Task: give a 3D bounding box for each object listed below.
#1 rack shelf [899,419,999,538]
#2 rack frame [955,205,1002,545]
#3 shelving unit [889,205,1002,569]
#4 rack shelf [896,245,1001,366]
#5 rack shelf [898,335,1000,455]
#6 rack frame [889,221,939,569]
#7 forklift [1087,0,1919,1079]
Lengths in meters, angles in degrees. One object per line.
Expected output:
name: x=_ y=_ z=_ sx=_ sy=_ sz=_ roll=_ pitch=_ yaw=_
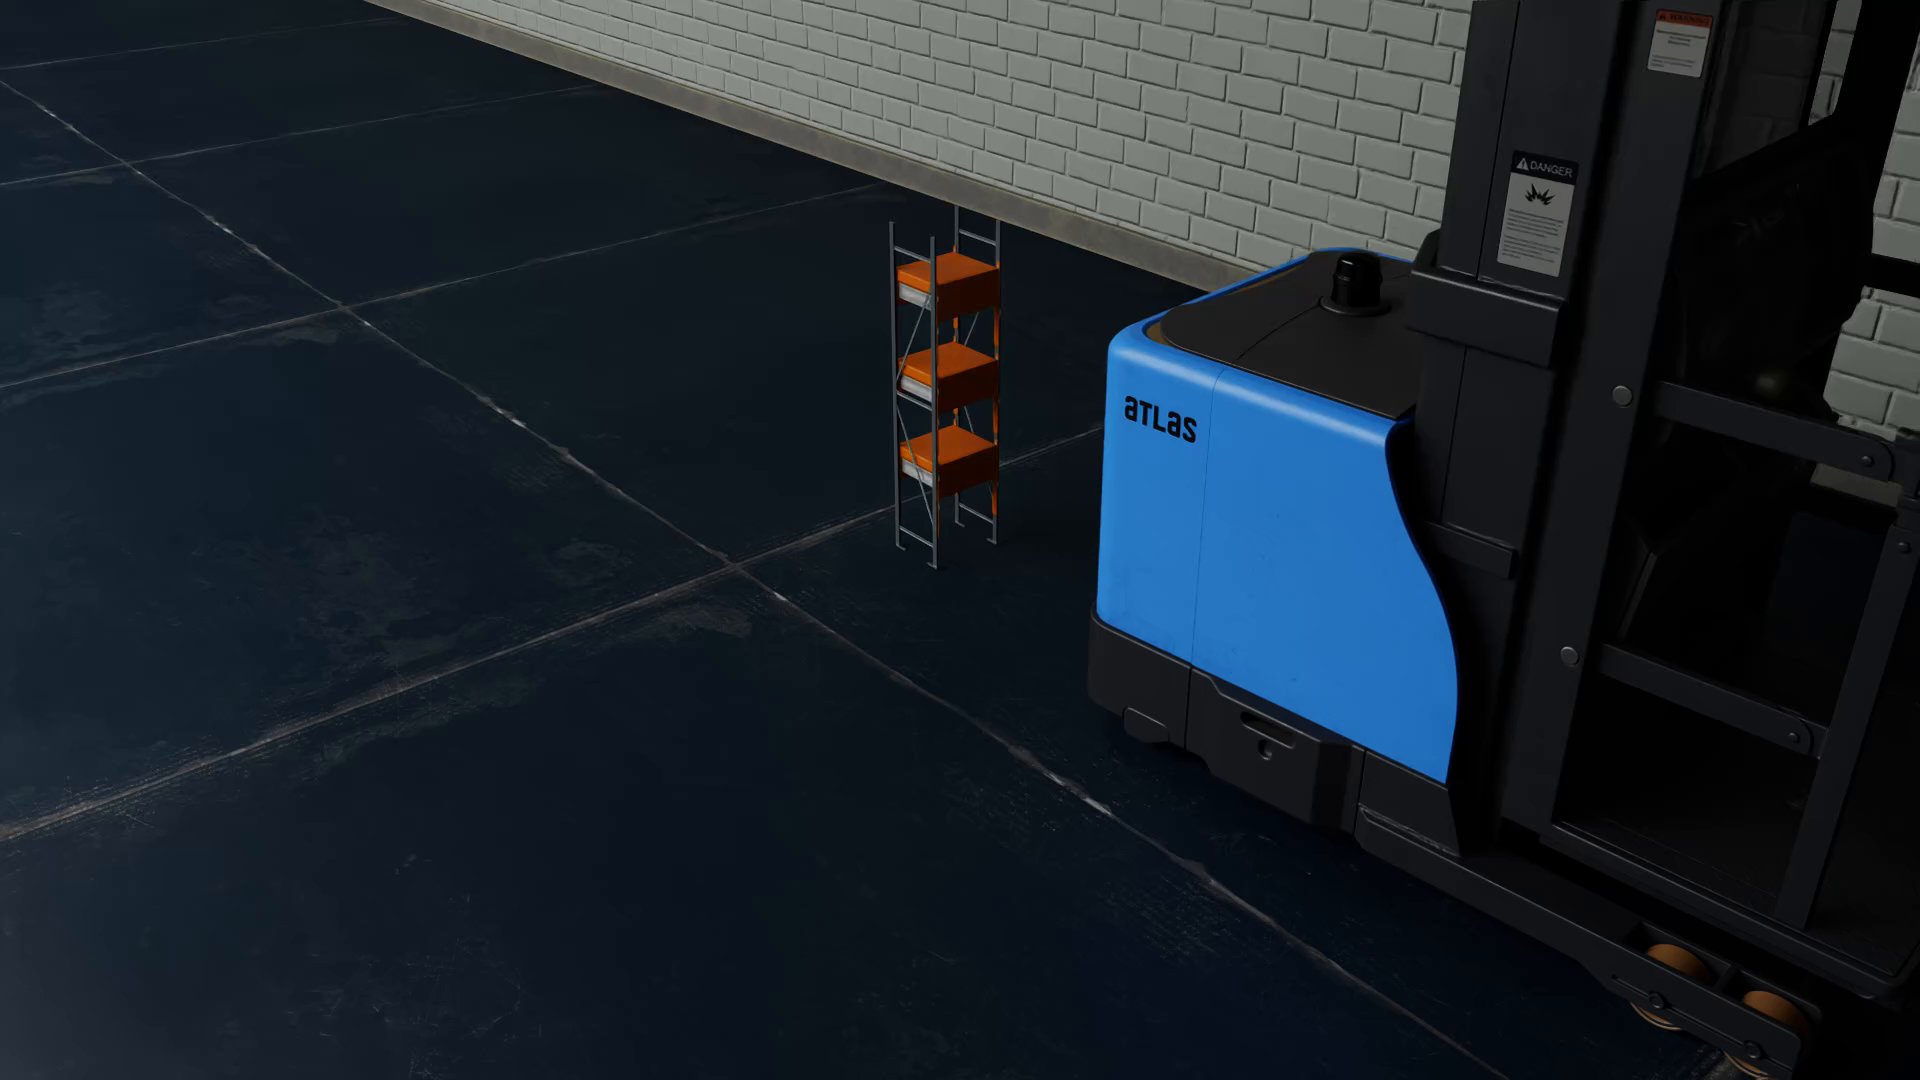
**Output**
rack shelf: x=-0.041 y=-0.192 z=5.125 sx=0.240 sy=0.259 sz=0.215 roll=-22 pitch=35 yaw=-35
rack frame: x=0.052 y=-0.484 z=5.059 sx=0.008 sy=1.050 sz=0.200 roll=-22 pitch=35 yaw=-35
shelving unit: x=-0.041 y=-0.447 z=4.989 sx=0.252 sy=1.050 sz=0.215 roll=-22 pitch=35 yaw=-35
rack shelf: x=-0.041 y=-0.688 z=4.861 sx=0.240 sy=0.259 sz=0.215 roll=-22 pitch=35 yaw=-35
rack shelf: x=-0.041 y=-0.437 z=4.994 sx=0.240 sy=0.259 sz=0.215 roll=-22 pitch=35 yaw=-35
rack frame: x=-0.134 y=-0.409 z=4.920 sx=0.008 sy=1.050 sz=0.200 roll=-22 pitch=35 yaw=-35
forklift: x=1.736 y=-0.508 z=3.108 sx=3.031 sy=2.935 sz=1.130 roll=25 pitch=37 yaw=38
